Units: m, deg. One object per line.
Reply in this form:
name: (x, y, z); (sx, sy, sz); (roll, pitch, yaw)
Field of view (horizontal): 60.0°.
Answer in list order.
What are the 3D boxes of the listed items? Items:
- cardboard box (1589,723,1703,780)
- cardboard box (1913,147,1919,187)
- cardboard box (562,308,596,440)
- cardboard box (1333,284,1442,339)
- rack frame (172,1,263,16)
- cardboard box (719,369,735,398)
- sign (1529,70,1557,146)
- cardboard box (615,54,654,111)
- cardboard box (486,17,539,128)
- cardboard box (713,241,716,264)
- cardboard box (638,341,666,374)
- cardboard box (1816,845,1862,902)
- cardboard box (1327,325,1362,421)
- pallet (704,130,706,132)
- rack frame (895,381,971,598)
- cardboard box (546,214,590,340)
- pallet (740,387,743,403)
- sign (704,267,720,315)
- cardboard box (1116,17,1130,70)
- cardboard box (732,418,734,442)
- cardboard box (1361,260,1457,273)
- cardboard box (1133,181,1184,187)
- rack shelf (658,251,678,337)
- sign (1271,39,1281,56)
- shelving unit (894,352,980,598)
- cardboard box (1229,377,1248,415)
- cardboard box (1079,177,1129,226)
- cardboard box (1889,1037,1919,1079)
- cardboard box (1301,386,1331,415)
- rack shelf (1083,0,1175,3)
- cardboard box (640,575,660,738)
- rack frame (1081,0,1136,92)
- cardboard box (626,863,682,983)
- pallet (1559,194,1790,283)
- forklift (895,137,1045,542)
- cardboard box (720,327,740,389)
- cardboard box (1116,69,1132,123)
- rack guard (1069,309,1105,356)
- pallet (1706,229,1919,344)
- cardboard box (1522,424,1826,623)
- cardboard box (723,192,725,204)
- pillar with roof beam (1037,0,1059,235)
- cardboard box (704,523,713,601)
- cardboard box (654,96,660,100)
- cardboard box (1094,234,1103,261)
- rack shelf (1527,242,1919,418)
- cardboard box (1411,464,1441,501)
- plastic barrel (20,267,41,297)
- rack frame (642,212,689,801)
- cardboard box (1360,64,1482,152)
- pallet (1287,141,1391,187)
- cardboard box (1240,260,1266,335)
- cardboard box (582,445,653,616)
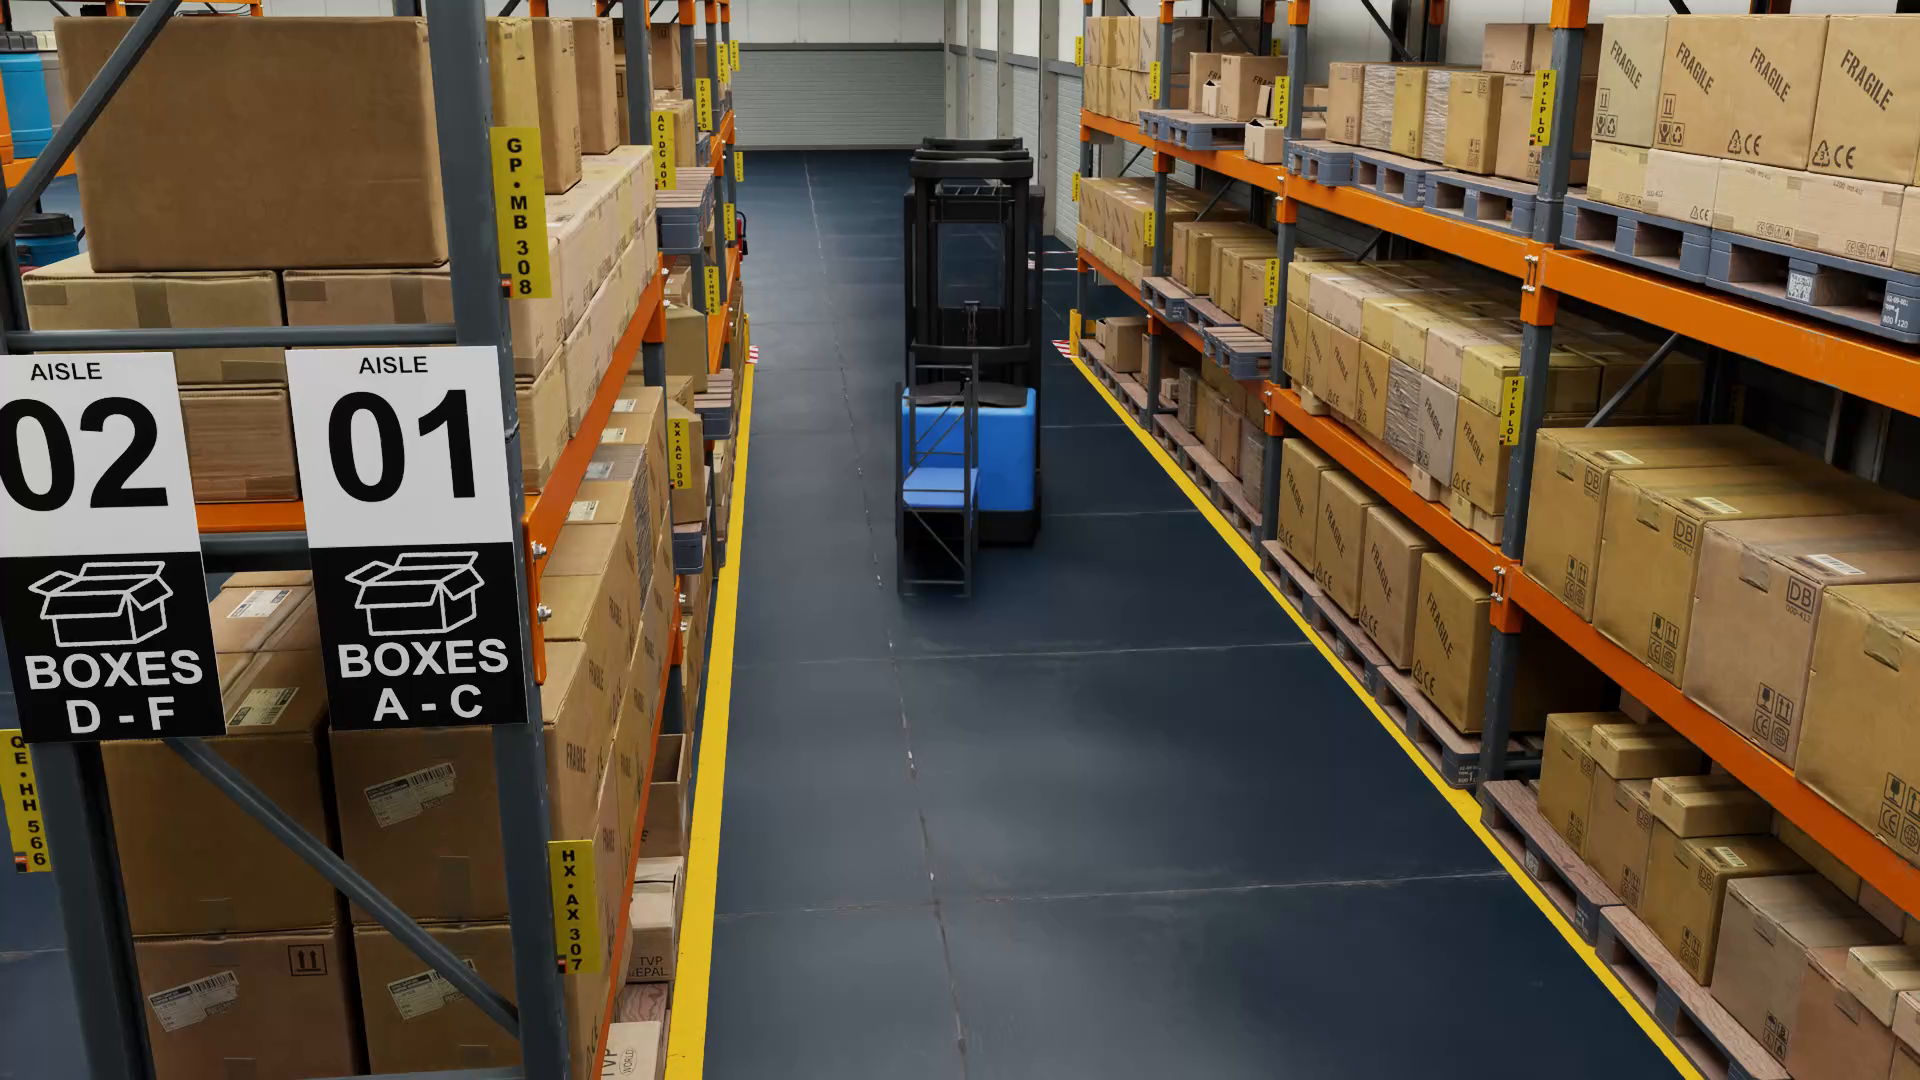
cardboard box: (2.956, 0.908, 7.166); (0.380, 0.149, 0.250); (-1, 17, -4)
cardboard box: (3.152, -1.241, 4.745); (0.500, 0.500, 0.500); (-1, 17, -4)
cardboard box: (-1.227, -0.432, 4.288); (0.500, 0.250, 0.500); (-2, 18, -6)
cardboard box: (2.616, -1.405, 10.195); (0.500, 0.250, 0.500); (-2, 18, -5)
rack frame: (-7.965, -6.240, 17.528); (1.000, 3.000, 0.127); (-2, 18, -6)
cardboard box: (-2.298, -1.382, 15.024); (0.500, 0.311, 0.500); (-2, 18, -6)
sign: (2.588, -1.916, 7.377); (0.100, 0.325, 0.005); (-2, 18, -6)
cardboard box: (-1.919, -2.231, 8.732); (0.600, 0.600, 0.600); (-2, 18, -8)
cardboard box: (-1.424, -1.022, 4.082); (0.700, 0.500, 0.500); (-2, 18, -6)
cardboard box: (-2.786, -2.824, 16.497); (0.700, 0.500, 0.500); (-2, 17, -5)
cardboard box: (-2.131, -0.931, 9.768); (0.700, 0.500, 0.500); (1, 17, 5)
cardboard box: (3.447, 1.214, 6.191); (0.380, 0.149, 0.250); (-2, 18, -5)
cardboard box: (2.604, -1.042, 10.292); (0.500, 0.500, 0.500); (-2, 18, -6)
pallet: (-2.522, -3.415, 13.858); (0.805, 0.209, 1.217); (-2, 18, -8)
rack frame: (-0.179, -0.328, 11.218); (0.500, 1.500, 0.032); (1, 17, 3)
cardboard box: (-1.226, -0.671, 4.214); (0.500, 0.250, 0.500); (-2, 18, -6)
pallet: (-2.795, -1.610, 17.452); (1.003, 0.211, 1.213); (-2, 18, -6)
sign: (-1.674, -1.680, 11.220); (0.100, 0.325, 0.005); (-2, 18, -6)
cardboard box: (1.849, -4.916, 16.451); (0.500, 0.500, 0.500); (-2, 18, -8)
cardboard box: (-2.244, -0.961, 14.619); (0.500, 0.250, 0.500); (-2, 18, -6)
cardboard box: (3.019, -1.730, 11.230); (0.500, 0.250, 0.500); (-1, 17, -4)
cardboard box: (2.191, -3.695, 18.404); (0.500, 0.500, 0.500); (-2, 17, -5)
rack shelf: (-2.007, -1.638, 9.079); (1.077, 0.370, 4.000); (-2, 18, -6)
sign: (2.853, -4.376, 15.078); (0.100, 0.325, 0.005); (-2, 18, -6)
shelving unit: (-0.148, -0.480, 11.702); (0.538, 1.500, 1.048); (1, 17, 3)
cardboard box: (2.533, -1.213, 13.719); (0.500, 0.250, 0.500); (-2, 18, -6)
cardboard box: (1.639, -3.828, 18.826); (0.500, 0.500, 0.500); (-2, 18, -6)
cardboard box: (3.367, 1.870, 5.184); (0.700, 0.500, 0.500); (-2, 18, -6)
cardboard box: (2.478, -0.927, 11.009); (0.380, 0.149, 0.250); (-1, 17, -4)
rack shelf: (2.095, -5.605, 16.714); (1.077, 0.370, 4.000); (-2, 18, -6)
cardboard box: (-1.384, 0.446, 6.082); (0.500, 0.500, 0.500); (-1, 17, -4)
rack frame: (1.889, -6.546, 18.503); (1.000, 3.000, 0.127); (-2, 18, -6)
cardboard box: (-1.382, 1.503, 6.635); (0.500, 0.311, 0.500); (-2, 18, -6)
pallet: (3.201, -1.253, 6.800); (1.003, 0.211, 1.213); (-2, 18, -6)
forklift: (0.122, -1.774, 13.435); (1.130, 2.935, 3.031); (1, 17, 3)
cardboard box: (-2.362, -1.732, 15.822); (0.500, 0.500, 0.500); (-2, 18, -6)
cardboard box: (1.869, -4.438, 16.597); (0.500, 0.500, 0.500); (-2, 18, -8)
rack guard: (1.897, -2.468, 19.704); (1.175, 0.500, 0.348); (-2, 18, -6)
pallet: (3.323, -0.890, 5.645); (1.003, 0.211, 1.213); (-2, 18, -6)
cardboard box: (3.166, -0.089, 7.453); (0.980, 0.700, 0.700); (-2, 17, -5)
cardboard box: (-2.809, -3.779, 18.455); (0.380, 0.149, 0.250); (-2, 18, -7)
pillar with roof beam: (-2.698, -9.806, 28.888); (9.100, 9.000, 0.400); (-2, 18, -6)
cardboard box: (-1.883, 0.108, 10.763); (0.500, 0.500, 0.500); (-1, 17, -3)
cardboard box: (-2.388, -2.995, 11.750); (0.500, 0.250, 0.500); (-1, 17, -4)
cardboard box: (1.738, -3.160, 17.952); (0.500, 0.250, 0.500); (-2, 18, -7)
rack shelf: (3.333, -0.600, 5.774); (1.077, 0.370, 4.000); (-2, 18, -6)
cardboard box: (2.693, -0.320, 9.074); (0.380, 0.149, 0.250); (-2, 18, -6)
plastic barrel: (-7.672, -1.959, 13.681); (0.433, 0.535, 0.433); (0, 17, 0)
rack frame: (-1.800, 0.046, 7.523); (1.000, 3.000, 0.127); (-2, 18, -6)
cardboard box: (2.928, -2.690, 10.328); (0.700, 0.500, 0.500); (-3, 18, -9)
pallet: (2.833, -2.451, 10.783); (1.213, 0.211, 1.003); (-1, 17, -3)
cardboard box: (2.571, -1.863, 12.702); (0.700, 0.500, 0.500); (-3, 18, -11)
cardboard box: (-1.383, -0.033, 5.940); (0.500, 0.500, 0.500); (-2, 18, -5)
